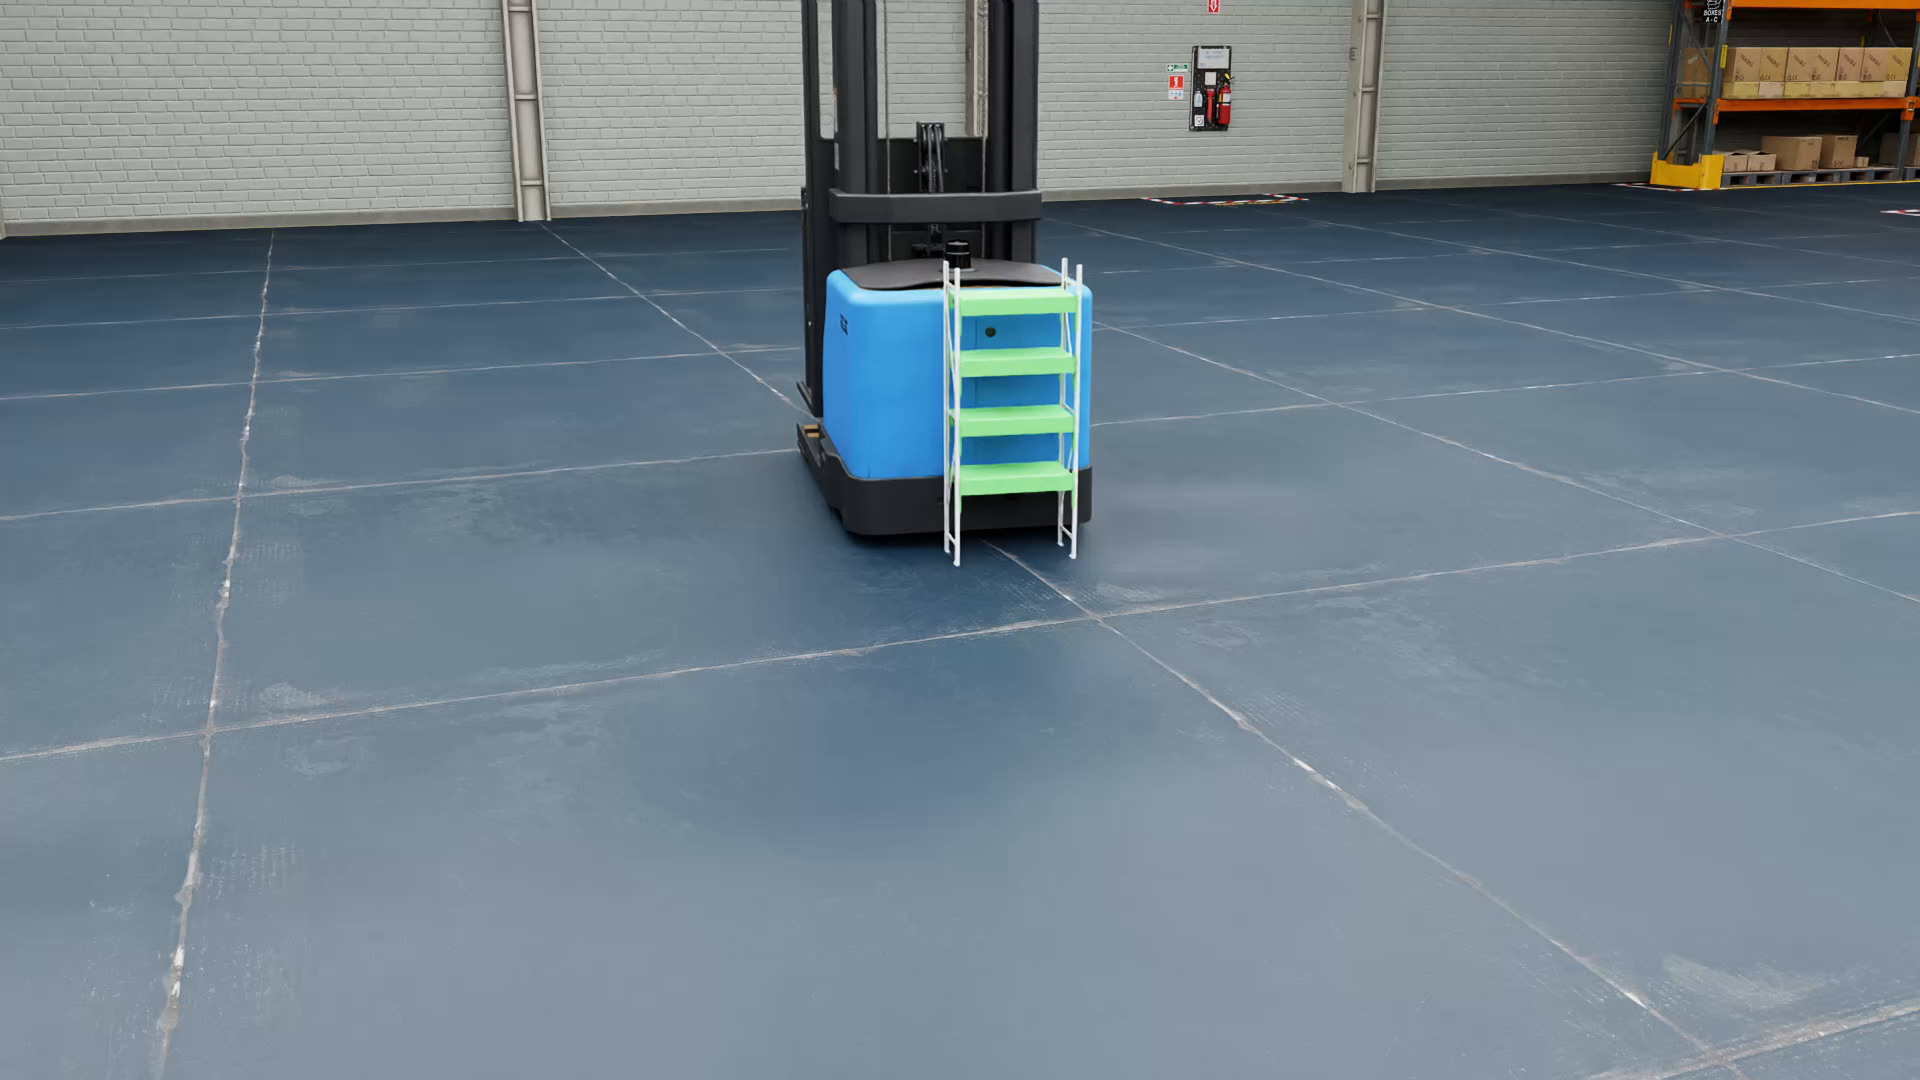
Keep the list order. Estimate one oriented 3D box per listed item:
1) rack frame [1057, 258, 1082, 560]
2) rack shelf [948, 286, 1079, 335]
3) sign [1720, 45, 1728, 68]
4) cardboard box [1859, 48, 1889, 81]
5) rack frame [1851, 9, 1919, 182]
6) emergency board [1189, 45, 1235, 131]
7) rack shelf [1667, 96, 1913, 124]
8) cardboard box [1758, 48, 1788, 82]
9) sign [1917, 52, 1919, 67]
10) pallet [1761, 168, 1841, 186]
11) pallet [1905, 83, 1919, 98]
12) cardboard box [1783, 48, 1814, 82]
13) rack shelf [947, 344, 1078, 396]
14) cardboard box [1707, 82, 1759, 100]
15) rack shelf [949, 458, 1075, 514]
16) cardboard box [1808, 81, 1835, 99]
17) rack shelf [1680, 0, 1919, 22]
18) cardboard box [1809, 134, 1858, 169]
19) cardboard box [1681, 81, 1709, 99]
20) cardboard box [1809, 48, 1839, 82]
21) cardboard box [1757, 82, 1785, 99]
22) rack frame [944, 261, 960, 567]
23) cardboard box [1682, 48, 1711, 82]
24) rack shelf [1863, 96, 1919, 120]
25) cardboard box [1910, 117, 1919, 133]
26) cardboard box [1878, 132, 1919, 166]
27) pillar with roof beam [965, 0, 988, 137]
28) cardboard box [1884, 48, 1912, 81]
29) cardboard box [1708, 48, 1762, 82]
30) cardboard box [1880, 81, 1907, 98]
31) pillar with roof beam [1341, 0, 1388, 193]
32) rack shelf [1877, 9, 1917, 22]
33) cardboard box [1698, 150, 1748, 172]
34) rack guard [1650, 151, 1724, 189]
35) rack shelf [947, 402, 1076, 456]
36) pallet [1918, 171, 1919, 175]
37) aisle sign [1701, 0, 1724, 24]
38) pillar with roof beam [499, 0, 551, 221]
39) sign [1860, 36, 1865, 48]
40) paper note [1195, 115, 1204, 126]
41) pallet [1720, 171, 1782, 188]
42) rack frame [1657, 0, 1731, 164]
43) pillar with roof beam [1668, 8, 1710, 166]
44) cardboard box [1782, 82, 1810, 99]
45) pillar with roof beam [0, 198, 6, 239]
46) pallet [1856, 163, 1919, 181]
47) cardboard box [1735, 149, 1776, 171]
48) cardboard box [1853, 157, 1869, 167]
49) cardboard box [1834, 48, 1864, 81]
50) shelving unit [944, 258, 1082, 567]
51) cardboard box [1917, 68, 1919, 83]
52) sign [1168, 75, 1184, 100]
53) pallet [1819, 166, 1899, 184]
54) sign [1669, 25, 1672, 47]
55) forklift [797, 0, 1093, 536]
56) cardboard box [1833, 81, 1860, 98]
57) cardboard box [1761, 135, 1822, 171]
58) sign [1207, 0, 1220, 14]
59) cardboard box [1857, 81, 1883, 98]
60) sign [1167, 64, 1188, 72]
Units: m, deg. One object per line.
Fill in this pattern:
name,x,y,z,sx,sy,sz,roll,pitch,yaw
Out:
rack frame,0.444,-0.528,6.768,0.015,1.200,0.240,-3,17,-11
rack shelf,0.206,-0.914,6.603,0.480,0.148,0.258,-3,17,-11
sign,11.368,-7.201,24.758,0.005,0.325,0.100,-6,17,-20
cardboard box,14.114,-7.448,26.036,0.500,0.500,0.500,-6,17,-20
rack frame,14.909,-7.331,26.740,0.127,3.000,1.000,-6,17,-20
emergency board,3.594,-6.382,23.508,0.643,1.169,0.194,-6,17,-20
rack shelf,13.041,-6.784,26.154,4.000,0.370,1.077,-6,17,-20
cardboard box,12.192,-7.242,25.334,0.500,0.500,0.500,-6,17,-20
sign,15.110,-7.605,26.134,0.005,0.325,0.100,-6,17,-20
pallet,13.153,-5.792,26.448,1.213,0.211,1.003,-6,17,-20
pallet,15.675,-7.278,26.899,1.213,0.211,1.003,-6,17,-20
cardboard box,12.677,-7.292,25.506,0.500,0.500,0.500,-7,18,-22
rack shelf,0.206,-0.683,6.671,0.480,0.148,0.258,-3,17,-11
cardboard box,11.743,-6.831,25.268,0.500,0.250,0.500,-7,18,-22
rack shelf,0.206,-0.223,6.806,0.480,0.148,0.258,-3,17,-11
cardboard box,13.173,-6.988,25.800,0.500,0.250,0.500,-6,17,-20
rack shelf,13.041,-8.224,25.732,4.000,0.370,1.077,-6,17,-20
cardboard box,13.954,-6.228,26.638,0.500,0.500,0.500,-8,18,-24
cardboard box,11.541,-6.964,25.719,0.500,0.250,0.500,-6,17,-19
cardboard box,13.155,-7.347,25.694,0.500,0.500,0.500,-6,17,-18
cardboard box,12.223,-6.887,25.459,0.500,0.250,0.500,-7,18,-22
rack frame,-0.033,-0.500,6.672,0.015,1.200,0.240,-3,17,-11
cardboard box,11.538,-7.329,25.631,0.500,0.500,0.500,-6,18,-21
rack shelf,16.776,-7.188,27.528,4.000,0.370,1.077,-6,17,-20
cardboard box,16.000,-6.827,27.346,0.500,0.250,0.500,-7,18,-21
cardboard box,15.590,-6.422,27.298,0.500,0.500,0.700,-6,17,-18
pillar with roof beam,1.853,-7.762,17.559,0.400,9.000,9.100,-6,17,-20
cardboard box,14.578,-7.500,26.213,0.500,0.500,0.500,-6,17,-20
cardboard box,11.727,-7.194,25.174,0.500,0.500,0.500,-6,17,-20
cardboard box,14.575,-7.141,26.324,0.500,0.250,0.500,-6,17,-20
pillar with roof beam,7.456,-8.367,19.619,0.400,9.000,9.100,-6,17,-20
rack shelf,16.776,-8.627,27.105,4.000,0.370,1.077,-6,17,-20
cardboard box,11.852,-5.895,25.840,0.500,0.311,0.500,-8,18,-26
rack guard,11.245,-5.736,25.745,0.348,0.500,1.175,-6,17,-20
rack shelf,0.206,-0.453,6.738,0.480,0.148,0.258,-3,17,-11
pallet,16.776,-6.196,27.824,1.213,0.211,1.003,-6,17,-20
aisle sign,11.214,-8.089,24.707,0.004,0.787,0.394,-6,17,-20
pillar with roof beam,-3.750,-7.157,15.499,0.400,9.000,9.100,-6,17,-20
sign,14.707,-8.032,27.073,0.005,0.325,0.100,-6,17,-20
paper note,3.404,-5.960,23.633,0.142,0.148,0.016,-6,17,-20
pallet,12.016,-5.670,26.033,1.213,0.211,1.003,-6,17,-20
rack frame,11.174,-6.928,25.366,0.127,3.000,1.000,-6,17,-20
pillar with roof beam,13.058,-8.972,21.679,0.400,9.000,9.100,-6,17,-20
cardboard box,12.701,-6.937,25.628,0.500,0.250,0.500,-6,18,-21
pillar with roof beam,-9.353,-6.552,13.440,0.400,9.000,9.100,-6,17,-20
pallet,15.635,-6.072,27.401,1.213,0.211,1.003,-6,17,-20
cardboard box,12.384,-5.952,26.036,0.500,0.311,0.500,-5,17,-15
cardboard box,14.420,-6.121,26.866,0.250,0.166,0.380,-9,18,-27
cardboard box,13.640,-7.400,25.873,0.500,0.500,0.500,-7,18,-22
shelving unit,0.206,-0.514,6.720,0.503,1.200,0.258,-3,17,-11
cardboard box,15.396,-7.633,26.808,0.500,0.500,0.700,-6,17,-20
sign,3.041,-6.371,23.405,0.234,0.329,0.001,-6,17,-20
pallet,14.294,-5.916,26.870,1.213,0.211,1.003,-6,17,-20
sign,10.994,-7.783,25.663,0.005,0.325,0.100,-6,17,-20
forklift,-0.227,-1.797,8.016,1.130,2.935,3.031,-3,17,-11
cardboard box,13.643,-7.039,25.974,0.500,0.250,0.500,-6,17,-20
cardboard box,13.087,-6.104,26.216,0.500,0.500,0.700,-7,18,-24
sign,3.551,-7.520,23.267,0.199,0.298,0.001,-6,17,-20
cardboard box,14.107,-7.093,26.160,0.500,0.250,0.500,-6,17,-20
sign,3.048,-6.623,23.324,0.331,0.109,0.001,-6,17,-20
